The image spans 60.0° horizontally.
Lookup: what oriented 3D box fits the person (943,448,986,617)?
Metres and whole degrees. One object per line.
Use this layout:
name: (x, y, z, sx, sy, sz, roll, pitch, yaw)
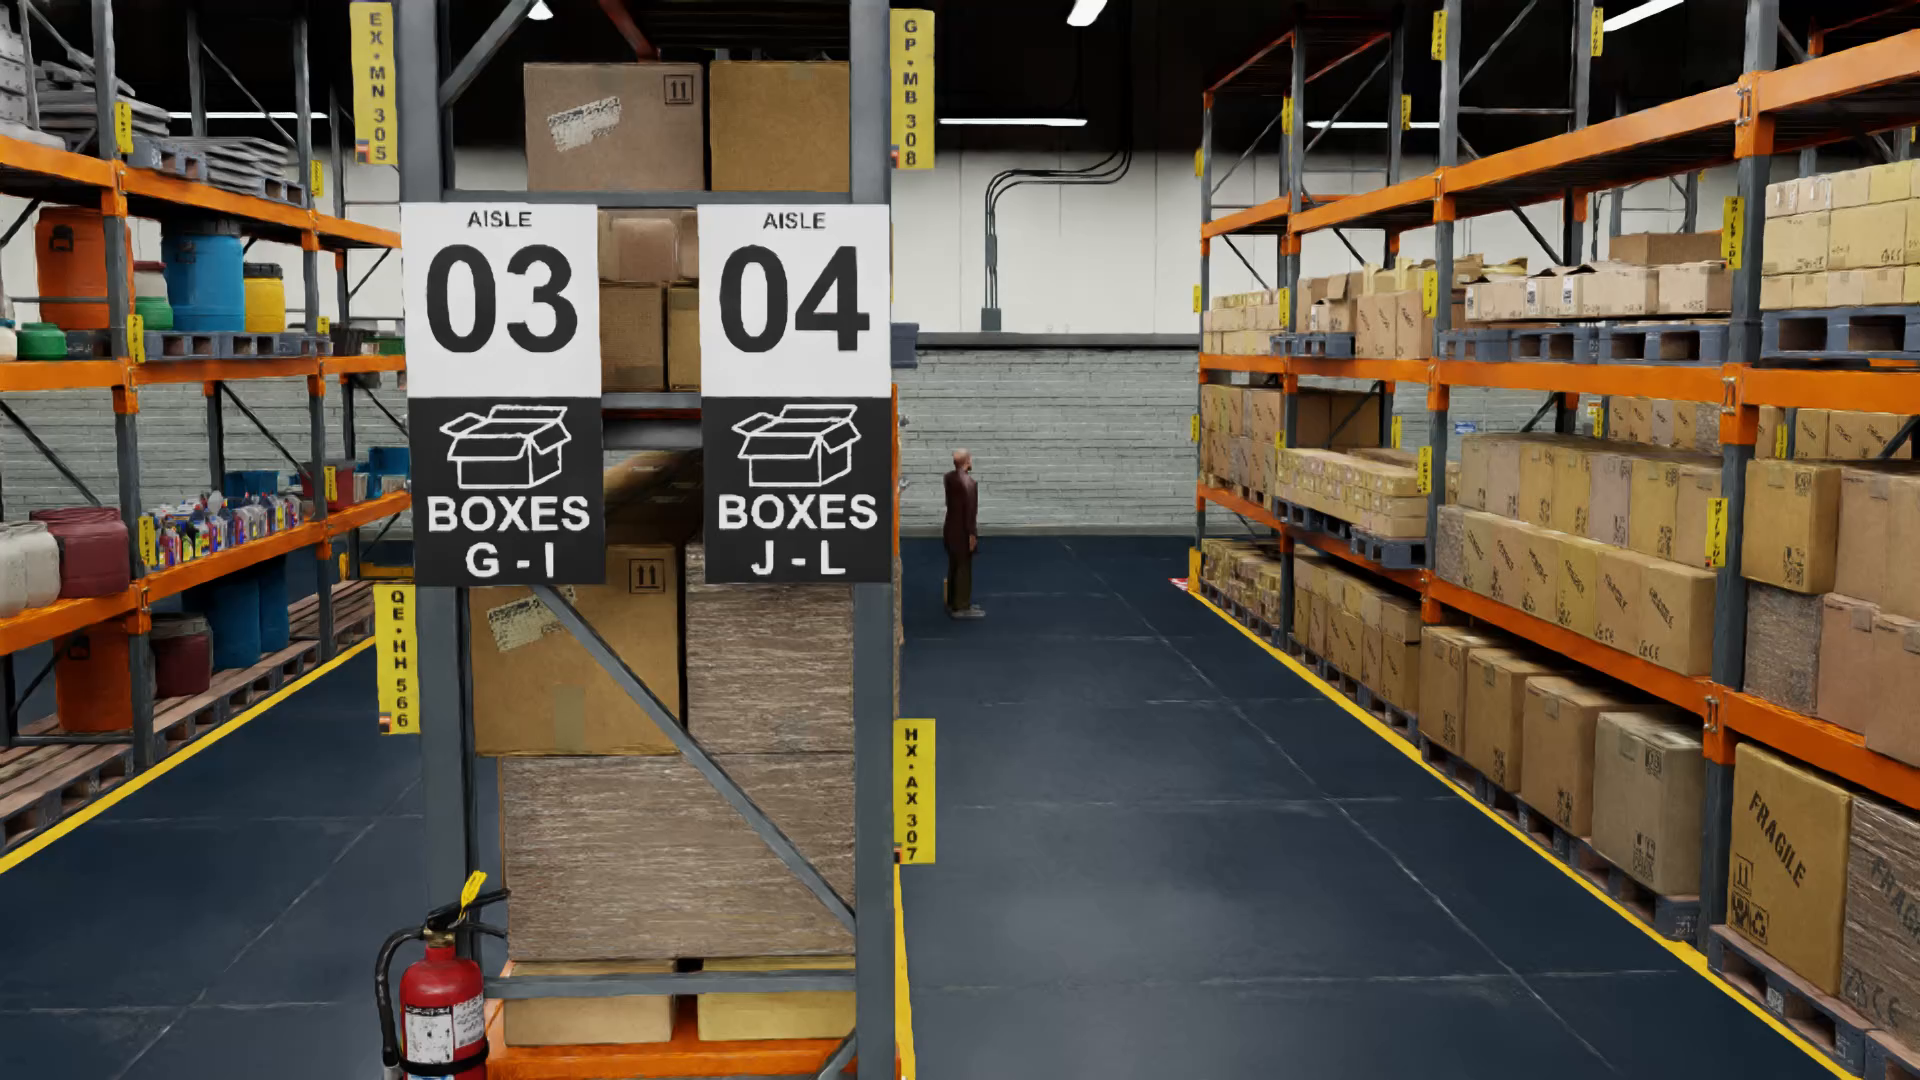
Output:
person: (0.049, -0.086, 17.801, 0.413, 1.789, 0.634, -3, 7, -24)
